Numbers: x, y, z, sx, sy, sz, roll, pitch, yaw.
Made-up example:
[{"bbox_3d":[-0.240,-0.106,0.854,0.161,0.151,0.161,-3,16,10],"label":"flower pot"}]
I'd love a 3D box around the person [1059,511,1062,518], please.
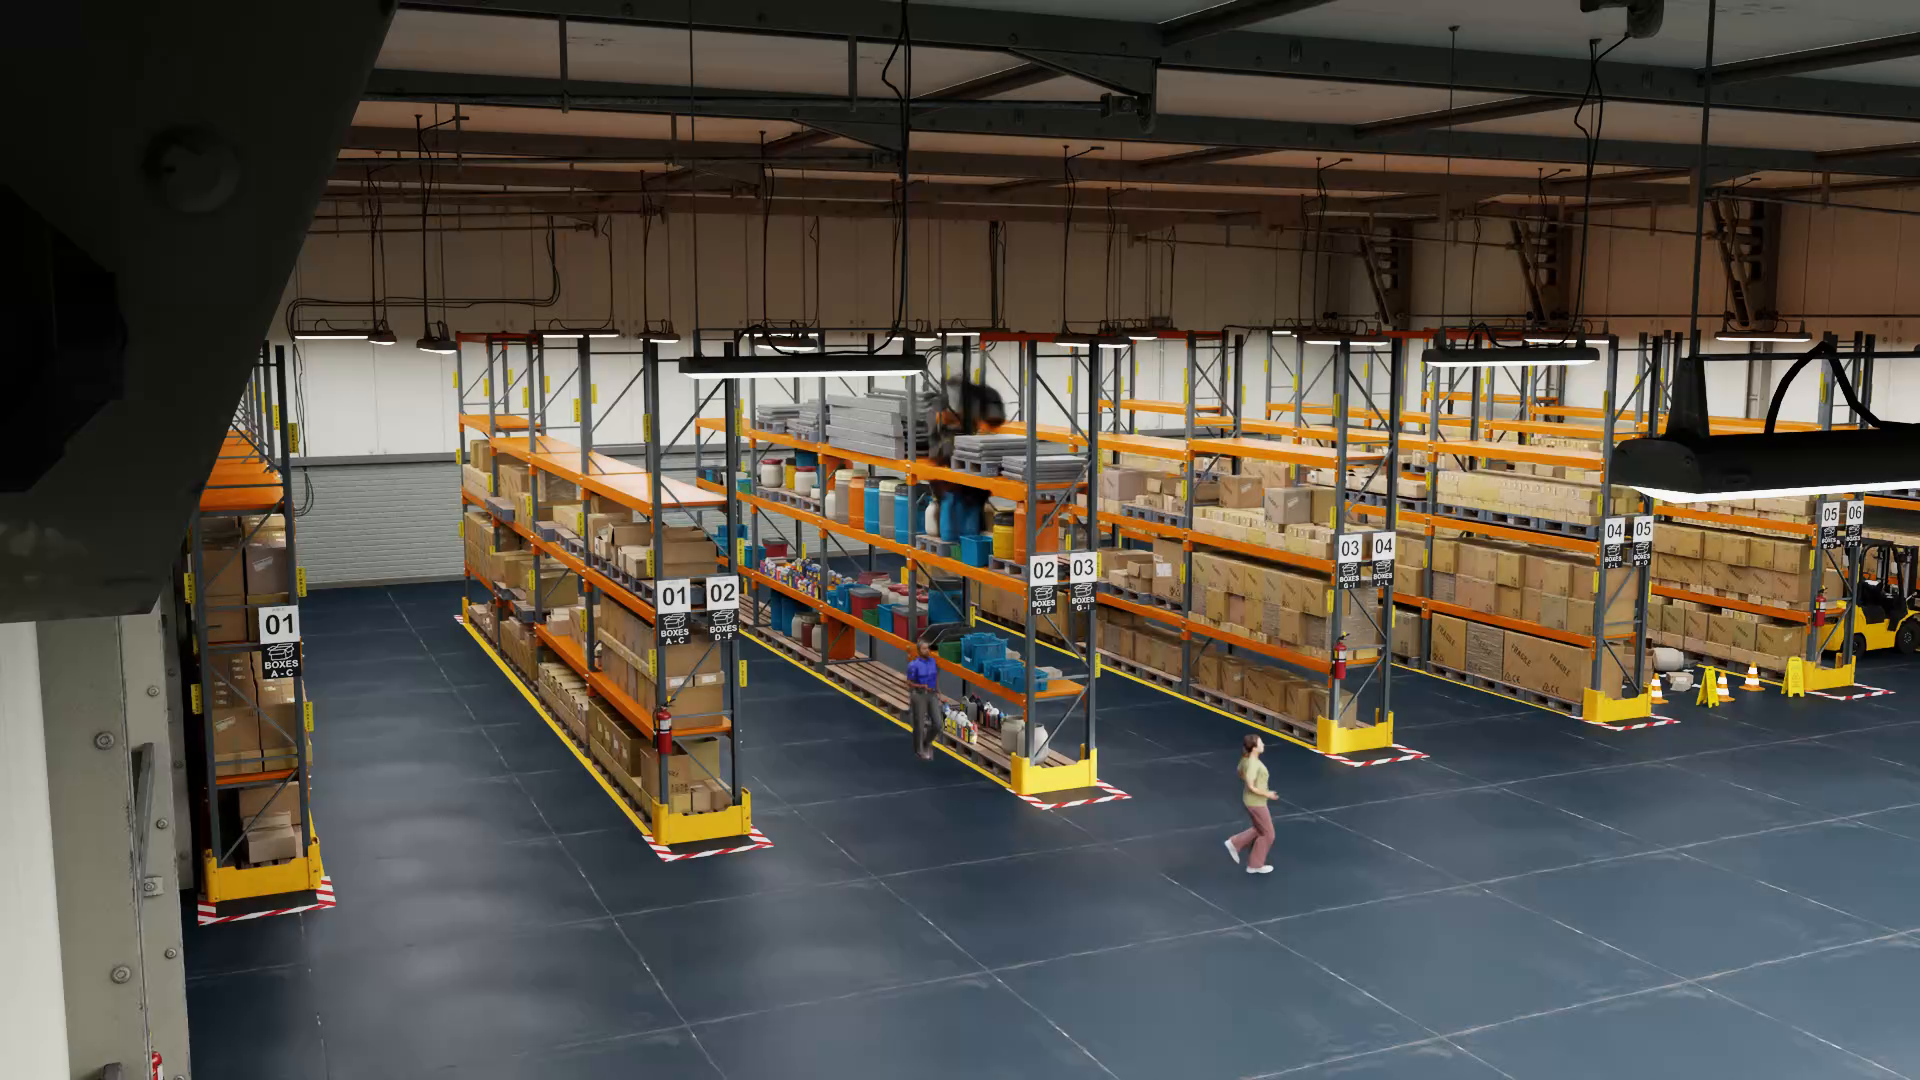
[{"bbox_3d":[2.252,-0.037,41.253,0.758,1.648,0.706,-4,9,-28],"label":"person"}]

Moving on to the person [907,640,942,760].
[{"bbox_3d":[-0.435,2.205,22.647,0.563,1.679,0.572,-4,9,-29],"label":"person"}]

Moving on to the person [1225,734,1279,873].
[{"bbox_3d":[3.315,2.990,18.896,0.569,1.619,0.578,0,8,0],"label":"person"}]
